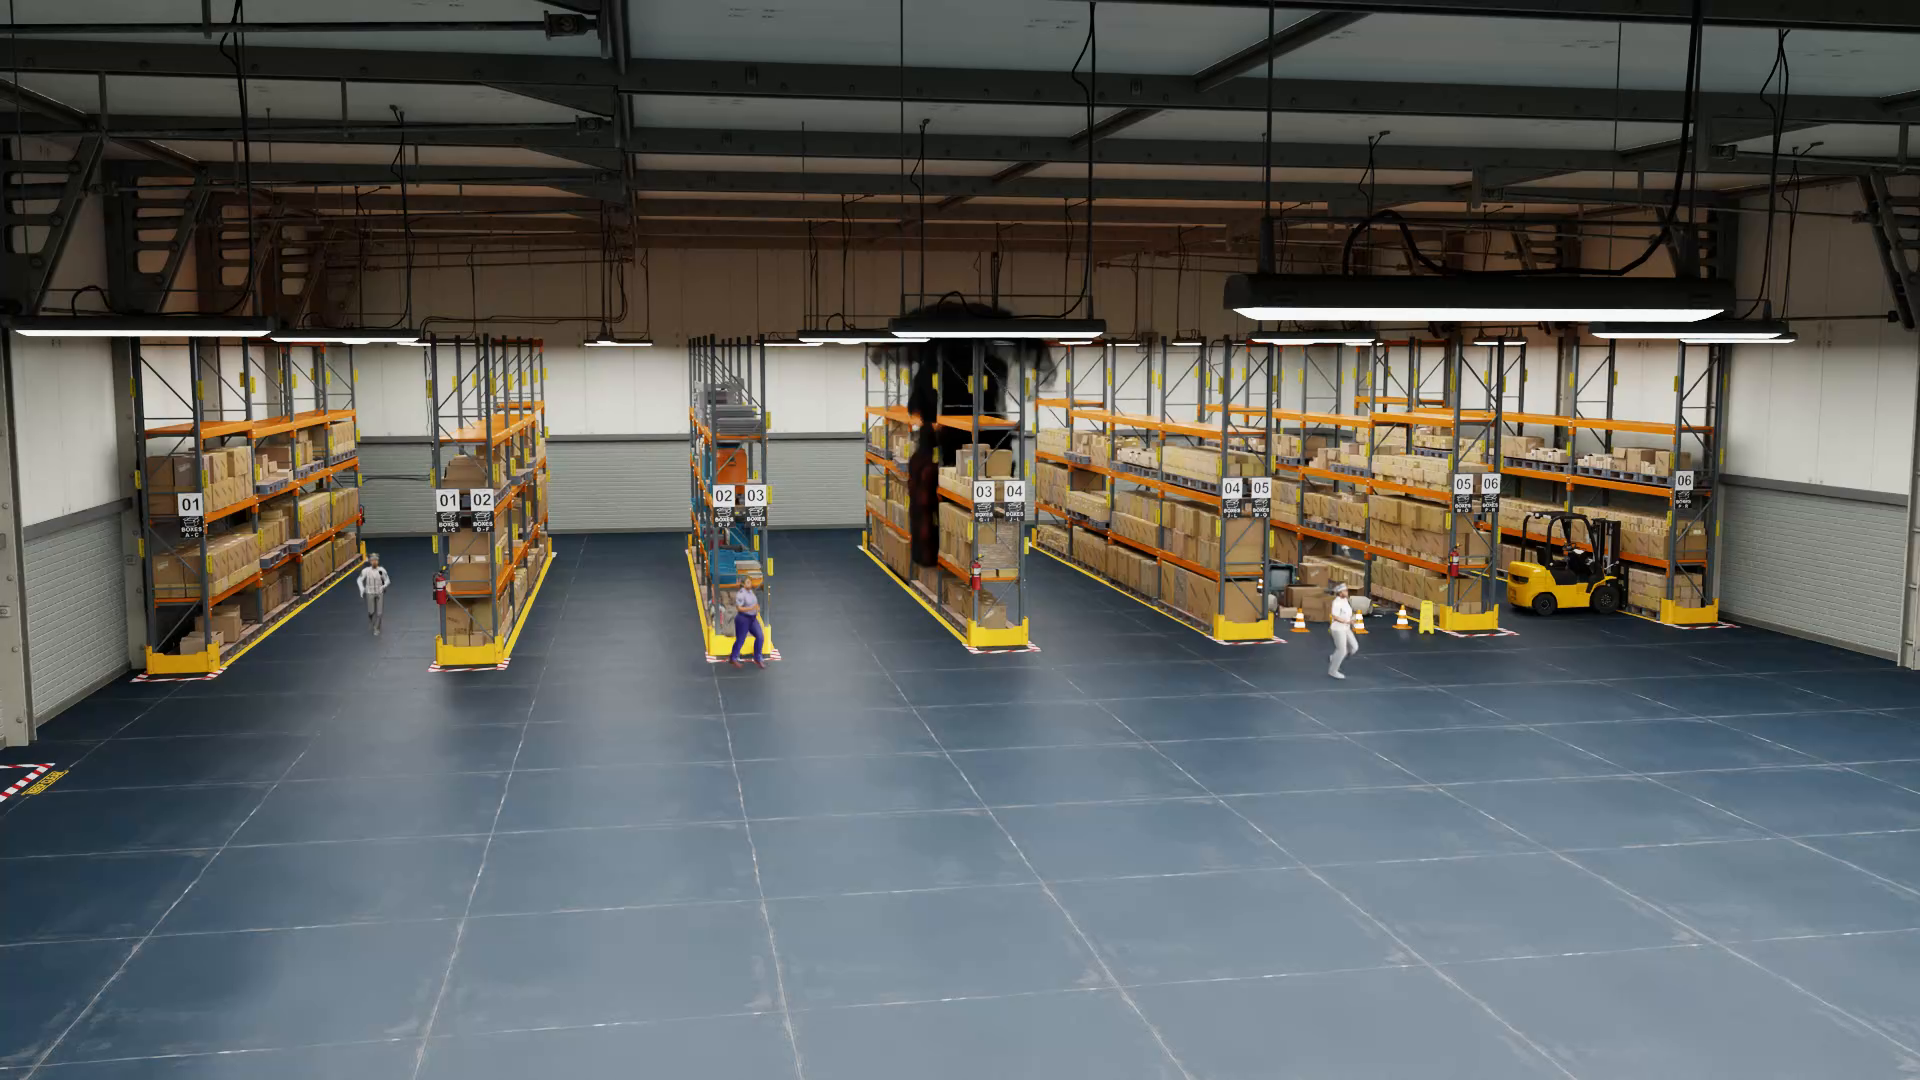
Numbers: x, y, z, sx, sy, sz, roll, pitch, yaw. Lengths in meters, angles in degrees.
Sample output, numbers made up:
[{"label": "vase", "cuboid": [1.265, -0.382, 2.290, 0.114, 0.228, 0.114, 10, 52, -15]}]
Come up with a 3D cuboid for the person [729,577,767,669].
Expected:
[{"label": "person", "cuboid": [-3.823, 1.503, 29.822, 0.708, 1.690, 0.622, 4, 7, 29]}]

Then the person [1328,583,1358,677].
[{"label": "person", "cuboid": [6.714, 1.573, 29.058, 0.528, 1.666, 0.624, 4, 8, 33]}]

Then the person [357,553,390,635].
[{"label": "person", "cuboid": [-11.726, 1.092, 33.326, 0.615, 1.653, 0.541, -3, 7, -24]}]

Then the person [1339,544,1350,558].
[{"label": "person", "cuboid": [10.063, -0.256, 44.281, 0.668, 1.764, 0.998, -2, 7, -13]}]
